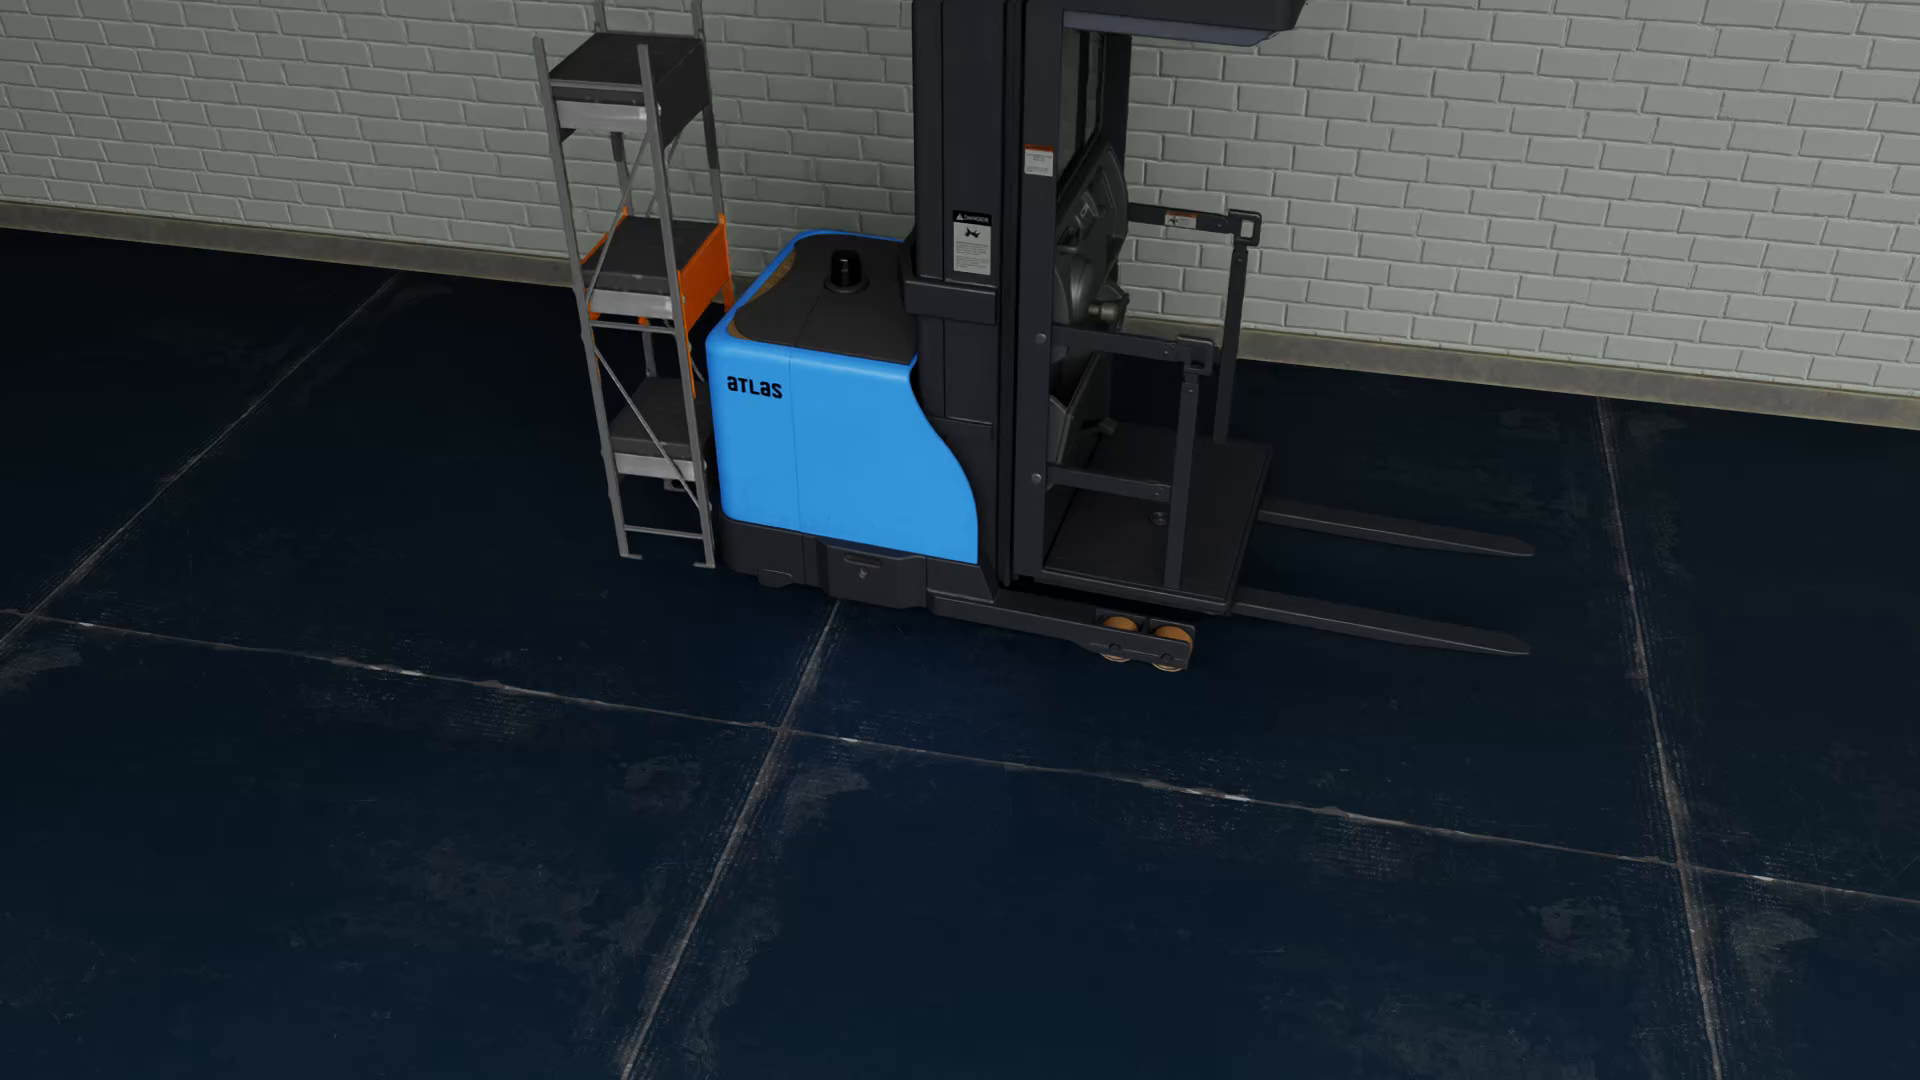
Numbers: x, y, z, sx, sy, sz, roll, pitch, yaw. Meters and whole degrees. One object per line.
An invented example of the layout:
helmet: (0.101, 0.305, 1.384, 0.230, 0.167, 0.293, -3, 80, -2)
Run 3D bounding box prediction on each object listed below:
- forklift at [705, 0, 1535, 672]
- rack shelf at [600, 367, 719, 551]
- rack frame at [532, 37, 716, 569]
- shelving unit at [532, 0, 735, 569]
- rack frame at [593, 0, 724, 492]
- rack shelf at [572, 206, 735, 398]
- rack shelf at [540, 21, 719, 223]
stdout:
forklift: (0.645, -1.055, 5.707, 3.031, 2.935, 1.130, 10, 37, 14)
rack shelf: (-1.115, -0.326, 6.619, 0.431, 0.518, 0.480, 7, 37, 11)
rack frame: (-1.182, -0.765, 6.009, 0.400, 2.100, 0.015, 7, 37, 11)
shelving unit: (-1.128, -0.905, 6.202, 0.431, 2.100, 0.503, 7, 37, 11)
rack frame: (-1.073, -1.045, 6.394, 0.400, 2.100, 0.015, 7, 37, 11)
rack shelf: (-1.128, -0.894, 6.210, 0.431, 0.518, 0.480, 7, 37, 11)
rack shelf: (-1.140, -1.462, 5.801, 0.431, 0.518, 0.480, 7, 37, 11)
